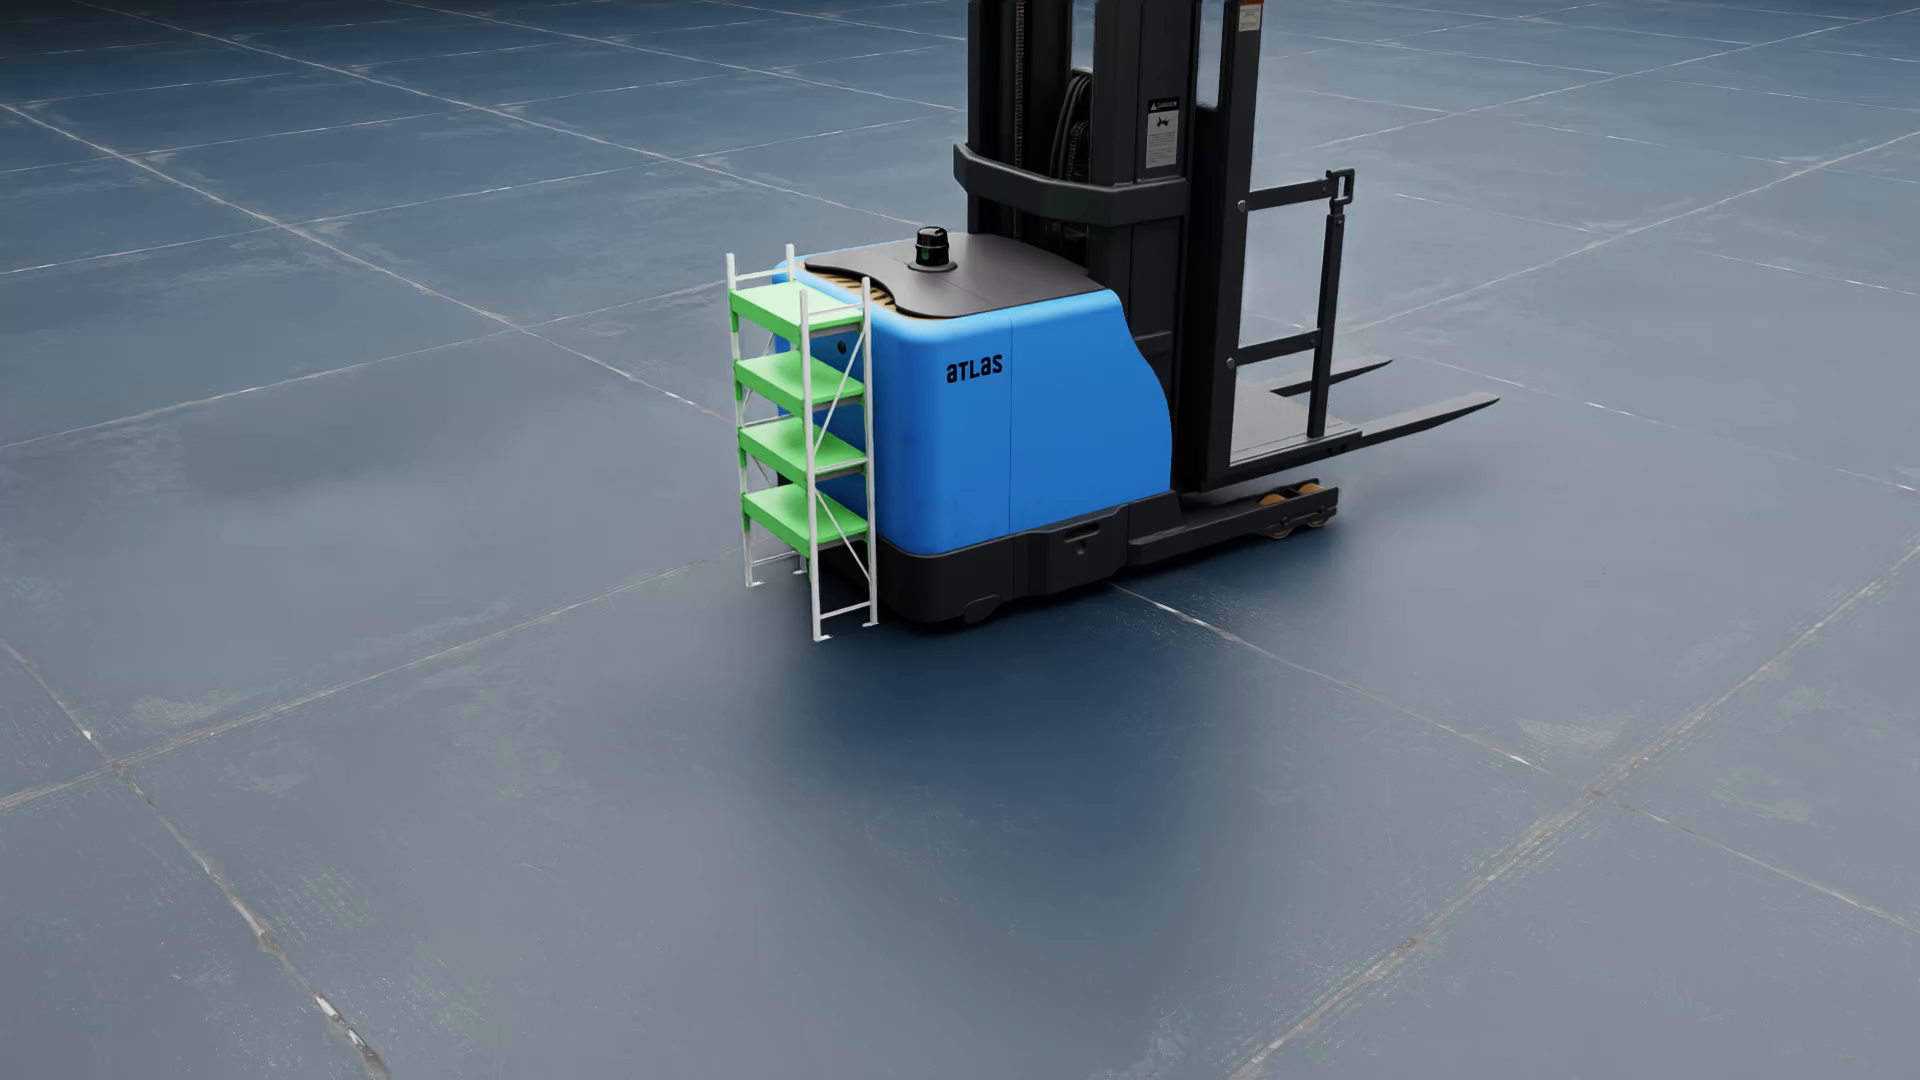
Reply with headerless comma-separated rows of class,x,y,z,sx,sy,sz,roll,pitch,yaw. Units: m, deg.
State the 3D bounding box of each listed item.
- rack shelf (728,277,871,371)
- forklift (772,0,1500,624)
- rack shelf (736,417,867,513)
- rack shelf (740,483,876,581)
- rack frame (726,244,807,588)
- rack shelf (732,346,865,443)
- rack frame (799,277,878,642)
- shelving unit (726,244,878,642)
rack shelf,-0.519,-0.700,5.336,0.258,0.148,0.480,-16,29,-30
forklift,0.840,-1.505,6.017,3.031,2.935,1.130,-15,29,-30
rack shelf,-0.519,-0.263,5.535,0.258,0.148,0.480,-16,29,-30
rack shelf,-0.519,-0.045,5.635,0.258,0.148,0.480,-16,29,-30
rack frame,-0.654,-0.405,5.693,0.240,1.200,0.015,-16,29,-30
rack shelf,-0.519,-0.481,5.435,0.258,0.148,0.480,-16,29,-30
rack frame,-0.383,-0.237,5.324,0.240,1.200,0.015,-16,29,-30
shelving unit,-0.519,-0.321,5.508,0.258,1.200,0.503,-16,29,-30
